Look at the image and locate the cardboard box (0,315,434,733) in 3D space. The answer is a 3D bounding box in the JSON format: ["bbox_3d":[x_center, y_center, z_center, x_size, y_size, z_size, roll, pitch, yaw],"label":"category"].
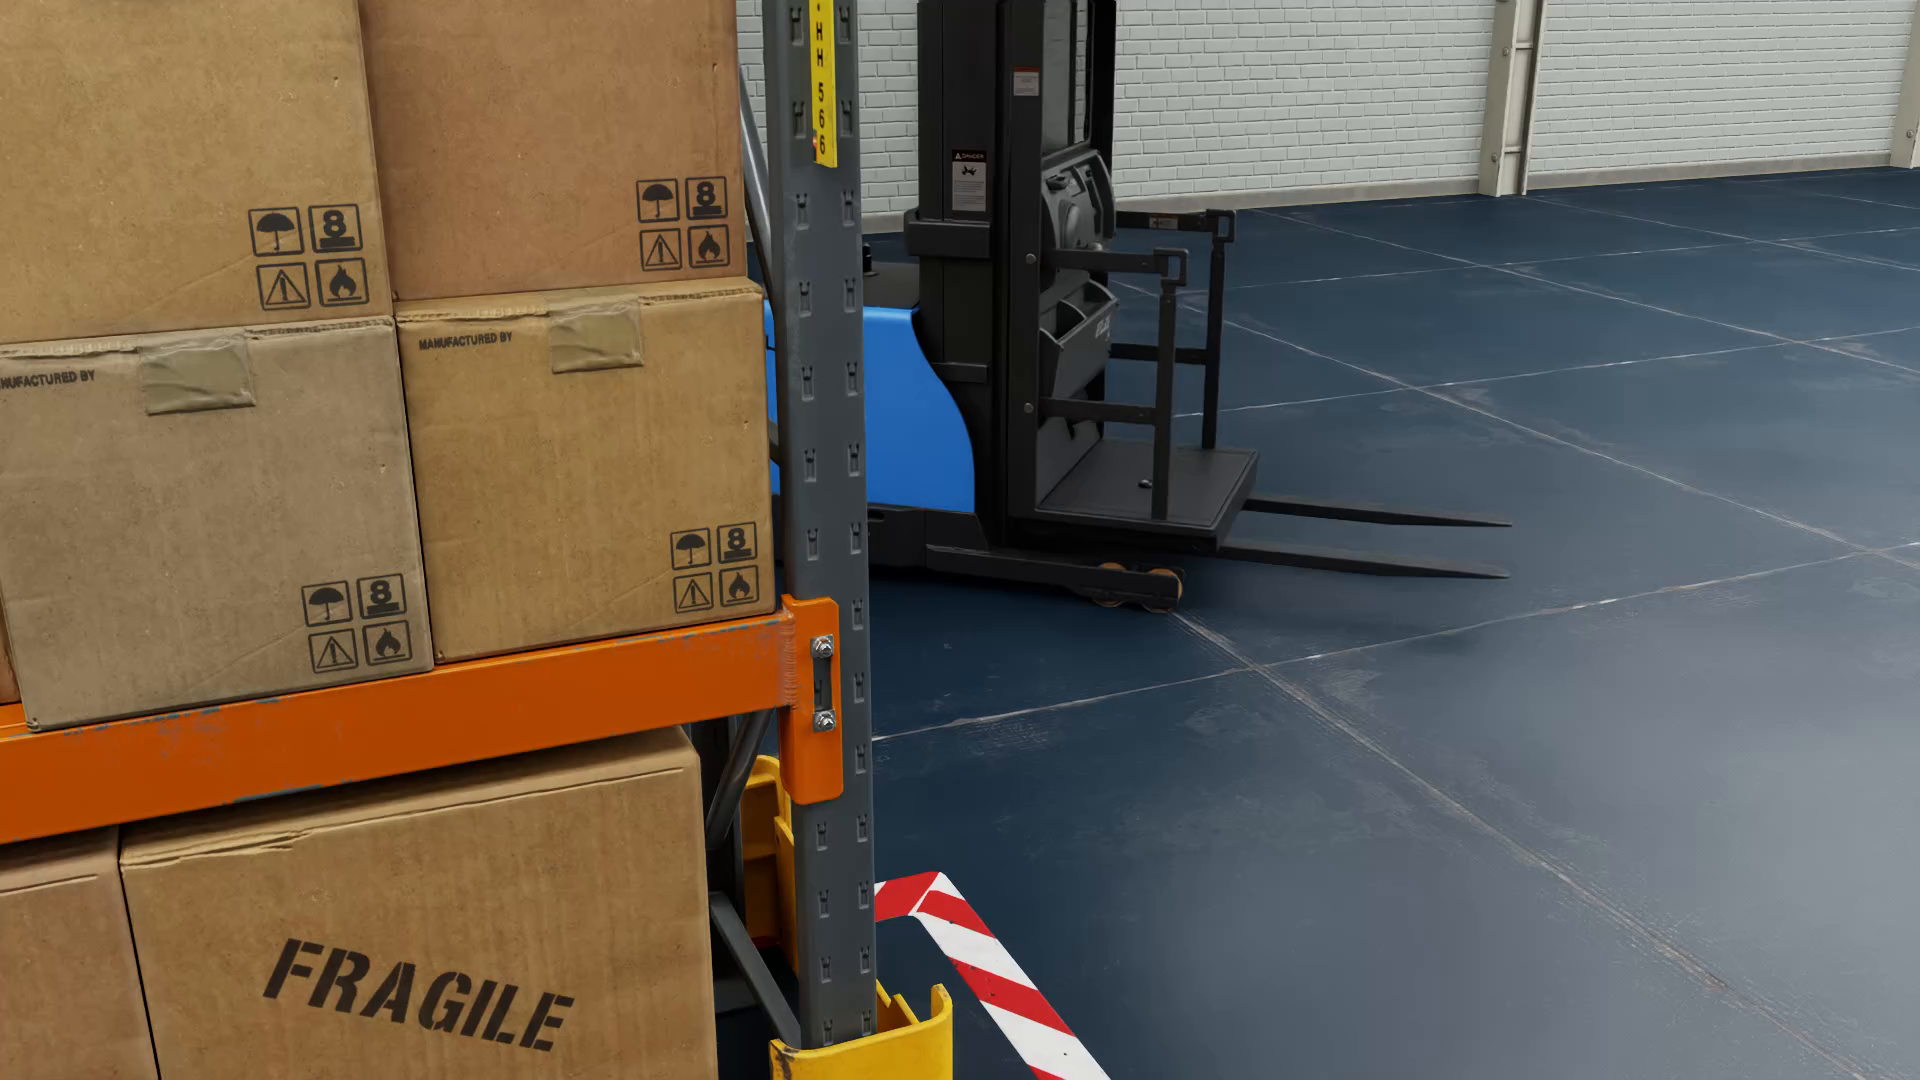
[{"bbox_3d":[-1.224,-0.154,2.716,0.550,0.550,0.875,-8,21,-22],"label":"cardboard box"}]

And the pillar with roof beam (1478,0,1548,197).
[{"bbox_3d":[7.299,-6.513,11.969,0.400,9.000,9.100,-8,21,-22],"label":"pillar with roof beam"}]

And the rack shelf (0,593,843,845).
[{"bbox_3d":[-2.241,0.378,2.515,4.000,0.370,1.077,-8,21,-22],"label":"rack shelf"}]

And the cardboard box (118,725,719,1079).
[{"bbox_3d":[-1.001,0.689,3.116,0.875,0.875,0.875,-8,21,-22],"label":"cardboard box"}]

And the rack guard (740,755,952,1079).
[{"bbox_3d":[-0.383,0.951,3.567,0.348,0.500,1.175,-8,21,-22],"label":"rack guard"}]

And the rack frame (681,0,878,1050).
[{"bbox_3d":[-0.405,-0.225,3.143,0.127,3.000,1.000,-8,21,-22],"label":"rack frame"}]

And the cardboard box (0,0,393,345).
[{"bbox_3d":[-1.230,-0.667,2.548,0.550,0.550,0.875,-8,21,-22],"label":"cardboard box"}]

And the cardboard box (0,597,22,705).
[{"bbox_3d":[-1.788,-0.118,2.616,0.550,0.550,0.875,-8,21,-22],"label":"cardboard box"}]

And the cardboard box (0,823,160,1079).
[{"bbox_3d":[-1.809,0.805,2.785,0.875,0.875,0.875,-9,21,-23],"label":"cardboard box"}]

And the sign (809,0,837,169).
[{"bbox_3d":[-0.203,-0.715,2.436,0.005,0.325,0.100,-8,21,-22],"label":"sign"}]

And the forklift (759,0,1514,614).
[{"bbox_3d":[0.645,-1.304,6.314,3.031,2.935,1.130,6,20,17],"label":"forklift"}]

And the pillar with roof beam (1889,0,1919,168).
[{"bbox_3d":[12.809,-7.302,14.211,0.400,9.000,9.100,-8,21,-22],"label":"pillar with roof beam"}]

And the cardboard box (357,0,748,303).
[{"bbox_3d":[-0.761,-0.768,2.834,0.550,0.550,0.875,-8,21,-22],"label":"cardboard box"}]

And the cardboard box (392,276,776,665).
[{"bbox_3d":[-0.728,-0.233,2.940,0.550,0.550,0.875,-8,21,-22],"label":"cardboard box"}]
